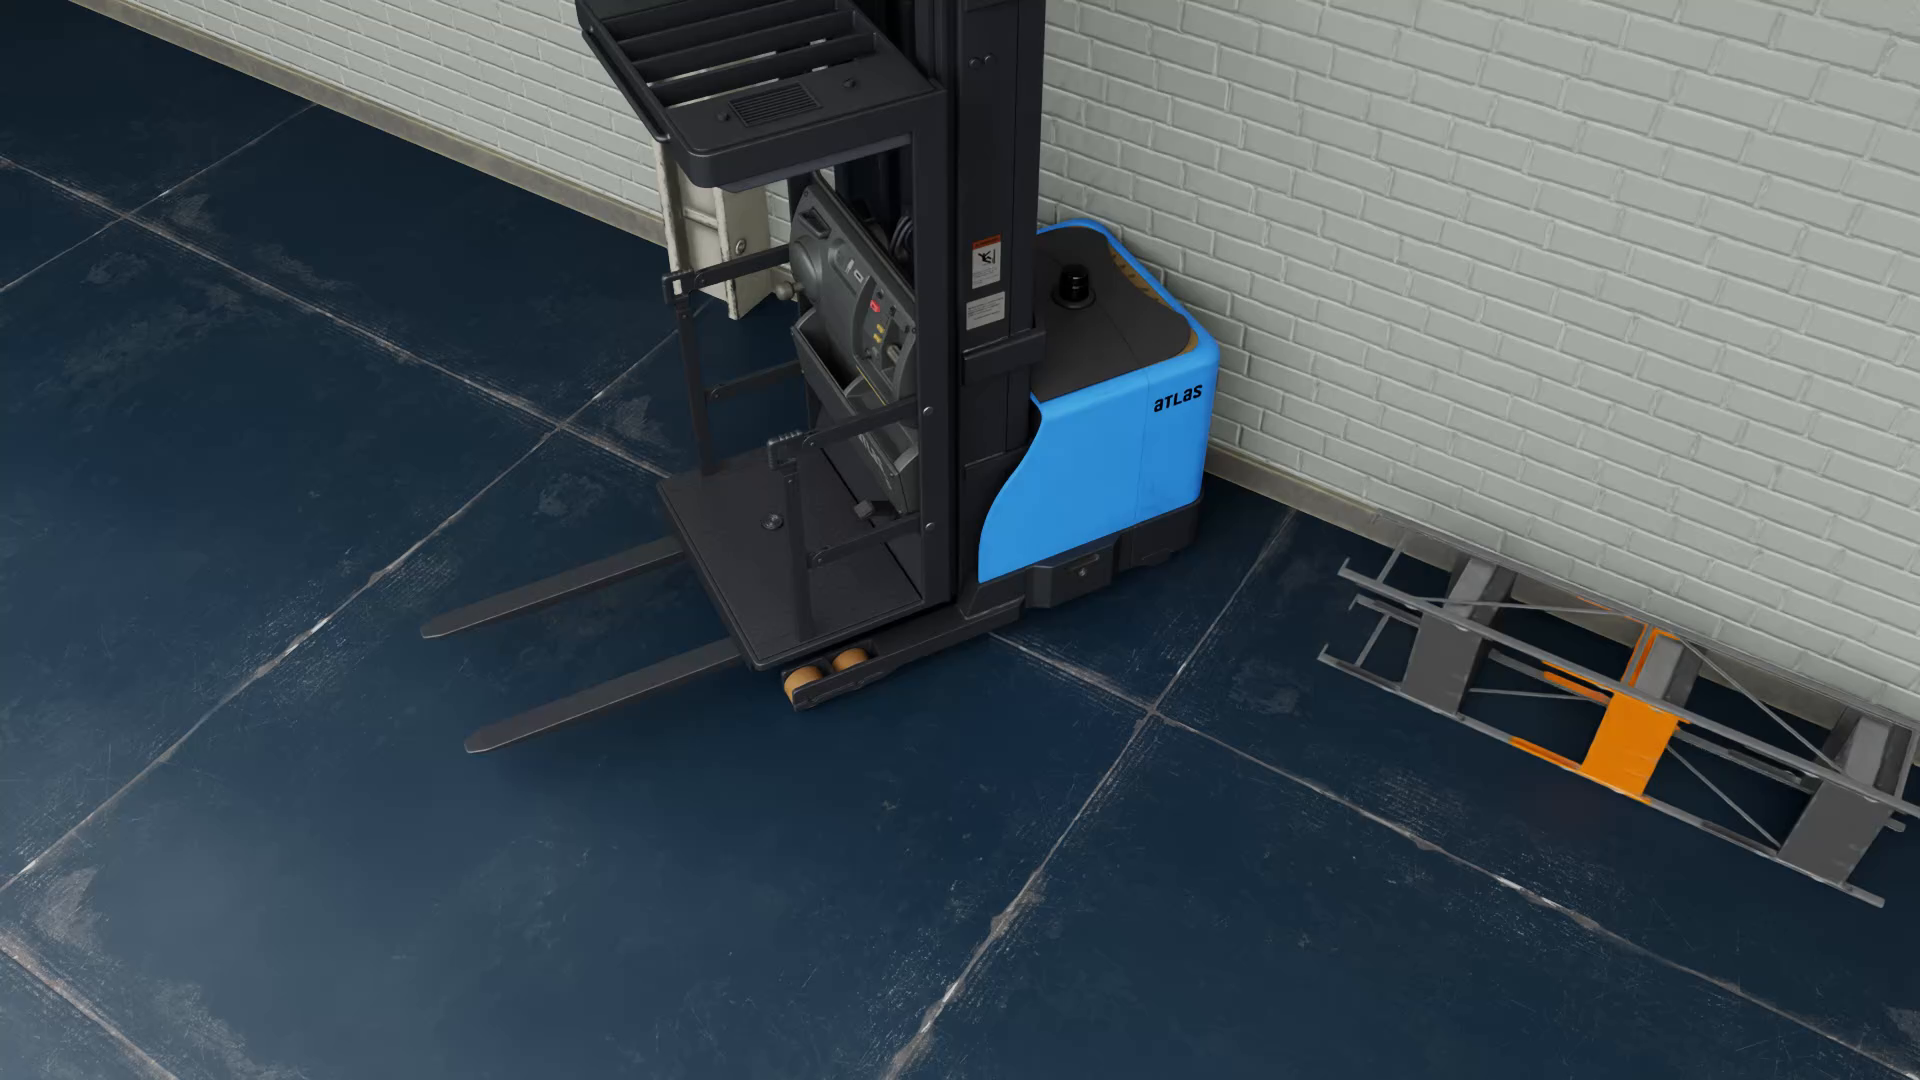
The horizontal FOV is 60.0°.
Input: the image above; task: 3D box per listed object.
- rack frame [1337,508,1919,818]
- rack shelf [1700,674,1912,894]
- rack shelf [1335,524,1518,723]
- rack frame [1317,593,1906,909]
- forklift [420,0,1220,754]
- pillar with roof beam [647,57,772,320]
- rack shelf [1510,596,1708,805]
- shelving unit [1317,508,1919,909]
[{"bbox_3d":[2.392,0.403,5.880,2.100,0.015,0.400,24,51,22],"label":"rack frame"},{"bbox_3d":[2.973,0.835,5.800,0.518,0.480,0.431,24,51,22],"label":"rack shelf"},{"bbox_3d":[1.788,0.300,6.320,0.518,0.480,0.431,24,51,22],"label":"rack shelf"},{"bbox_3d":[2.392,0.743,6.230,2.100,0.015,0.400,24,51,22],"label":"rack frame"},{"bbox_3d":[-0.560,-0.815,5.720,3.031,2.935,1.130,-20,49,-19],"label":"forklift"},{"bbox_3d":[-3.478,-1.762,2.410,0.400,9.000,9.100,25,51,22],"label":"pillar with roof beam"},{"bbox_3d":[2.381,0.568,6.060,0.518,0.480,0.431,24,51,22],"label":"rack shelf"},{"bbox_3d":[2.392,0.573,6.055,2.100,0.503,0.431,24,51,22],"label":"shelving unit"}]
